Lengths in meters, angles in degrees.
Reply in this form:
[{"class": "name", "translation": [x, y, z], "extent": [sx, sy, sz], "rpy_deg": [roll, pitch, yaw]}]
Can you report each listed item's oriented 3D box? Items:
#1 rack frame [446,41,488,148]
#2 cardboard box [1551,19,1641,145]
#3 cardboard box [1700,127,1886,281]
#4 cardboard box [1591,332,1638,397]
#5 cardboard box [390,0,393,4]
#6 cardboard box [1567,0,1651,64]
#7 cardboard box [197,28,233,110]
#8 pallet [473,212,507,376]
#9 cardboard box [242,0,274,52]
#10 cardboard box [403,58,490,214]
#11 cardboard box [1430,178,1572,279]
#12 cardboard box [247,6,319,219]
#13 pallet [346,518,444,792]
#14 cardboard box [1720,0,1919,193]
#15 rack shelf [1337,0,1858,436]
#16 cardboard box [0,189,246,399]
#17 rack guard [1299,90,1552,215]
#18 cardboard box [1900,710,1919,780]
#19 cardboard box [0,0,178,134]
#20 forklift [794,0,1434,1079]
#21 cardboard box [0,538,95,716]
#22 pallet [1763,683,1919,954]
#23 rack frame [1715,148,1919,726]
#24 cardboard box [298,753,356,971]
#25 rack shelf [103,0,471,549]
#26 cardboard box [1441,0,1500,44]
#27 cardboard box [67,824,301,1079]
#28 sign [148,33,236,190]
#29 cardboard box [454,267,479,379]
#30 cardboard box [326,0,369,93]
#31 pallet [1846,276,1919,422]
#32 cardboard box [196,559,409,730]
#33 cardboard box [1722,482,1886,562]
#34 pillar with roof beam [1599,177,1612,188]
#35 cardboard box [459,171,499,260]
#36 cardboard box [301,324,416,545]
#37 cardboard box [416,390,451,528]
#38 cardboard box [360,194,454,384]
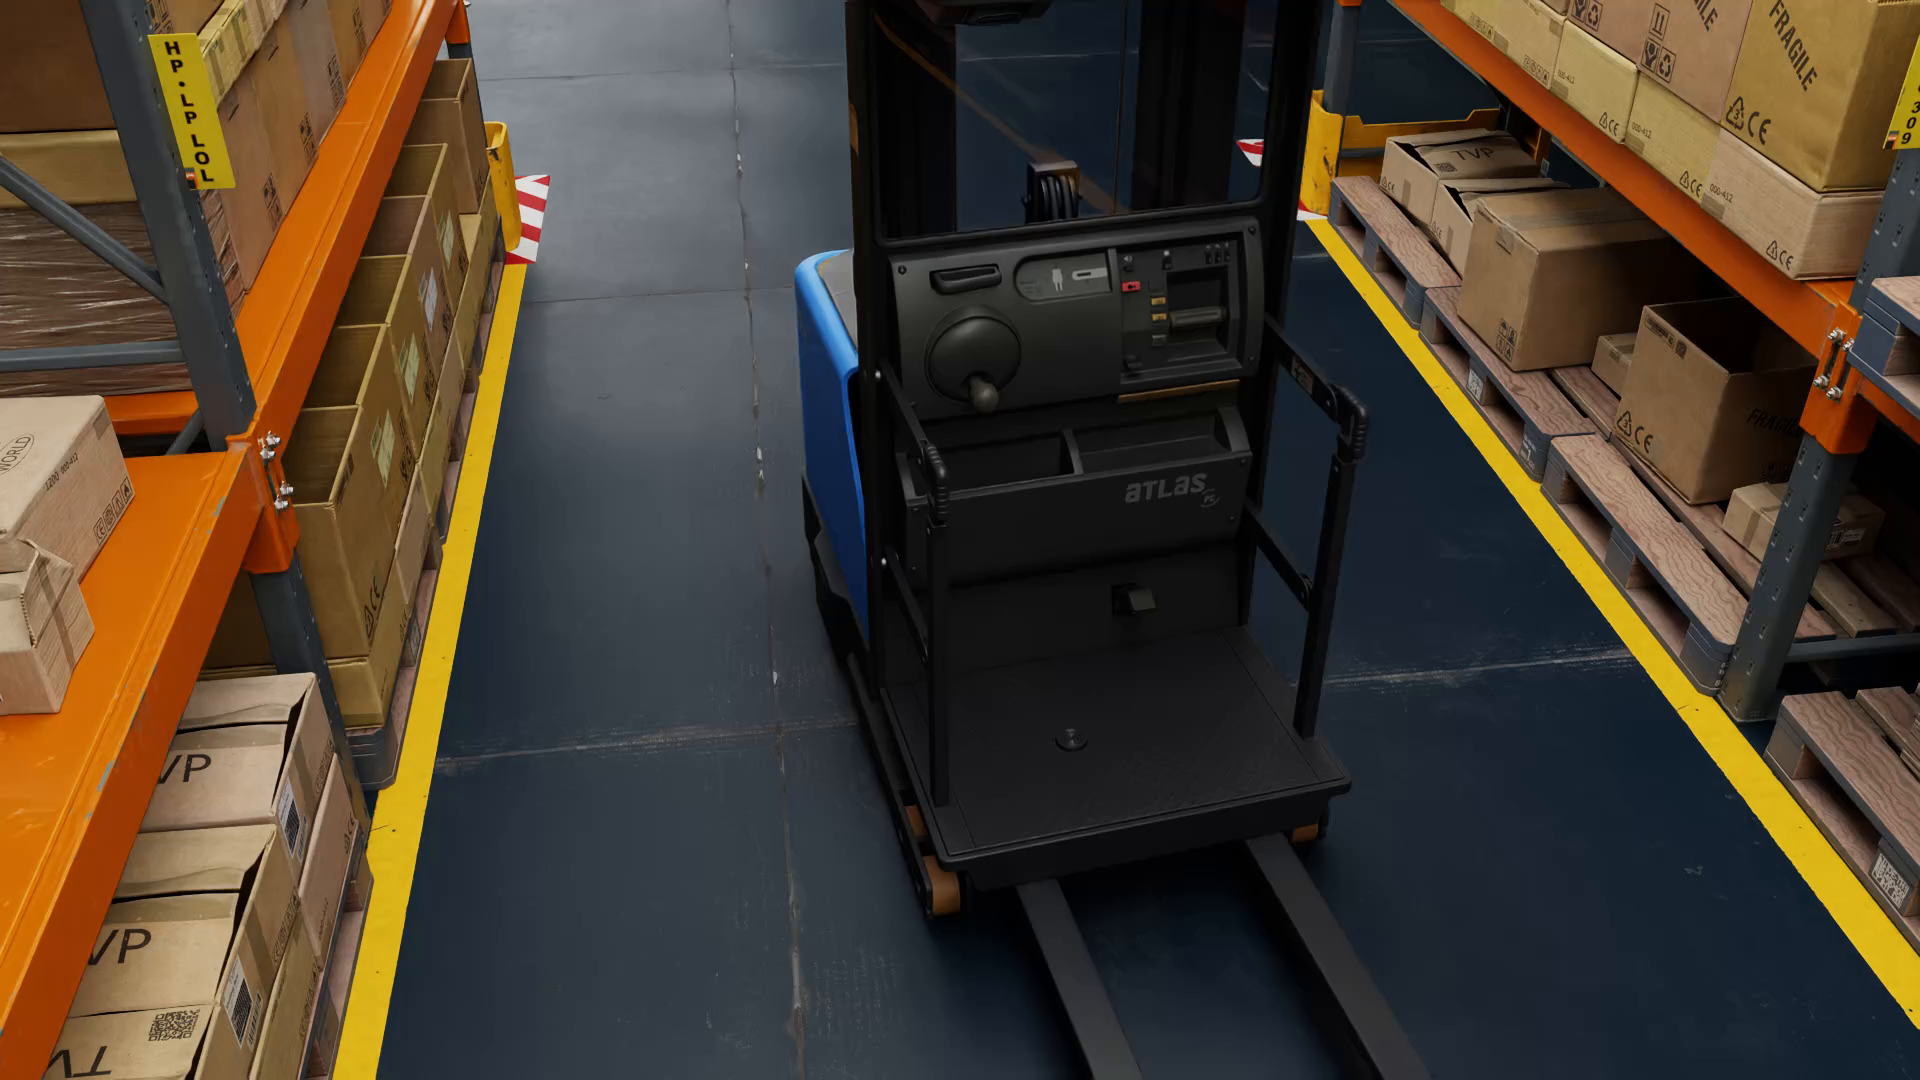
[{"class": "rack frame", "translation": [-2.652, -2.615, 6.924], "extent": [1.000, 3.000, 0.127], "rpy_deg": [-4, 35, -6]}, {"class": "cardboard box", "translation": [2.288, -1.506, 5.412], "extent": [0.500, 0.250, 0.500], "rpy_deg": [-5, 35, -7]}, {"class": "cardboard box", "translation": [2.430, -0.948, 4.593], "extent": [0.500, 0.250, 0.500], "rpy_deg": [-4, 35, -6]}, {"class": "cardboard box", "translation": [2.599, -0.658, 6.193], "extent": [0.380, 0.149, 0.250], "rpy_deg": [-7, 35, -10]}, {"class": "cardboard box", "translation": [-2.602, -2.395, 6.512], "extent": [0.700, 0.500, 0.500], "rpy_deg": [-4, 35, -6]}, {"class": "cardboard box", "translation": [2.294, -1.817, 5.202], "extent": [0.500, 0.500, 0.500], "rpy_deg": [-5, 35, -8]}, {"class": "cardboard box", "translation": [-2.029, -1.141, 4.096], "extent": [0.380, 0.149, 0.250], "rpy_deg": [-5, 35, -8]}, {"class": "pallet", "translation": [-2.508, -1.039, 7.088], "extent": [1.003, 0.211, 1.213], "rpy_deg": [-4, 35, -6]}, {"class": "cardboard box", "translation": [-2.097, -1.427, 4.516], "extent": [0.380, 0.149, 0.250], "rpy_deg": [-5, 35, -8]}, {"class": "cardboard box", "translation": [-2.285, -1.686, 6.963], "extent": [0.500, 0.500, 0.500], "rpy_deg": [-4, 35, -6]}, {"class": "cardboard box", "translation": [2.337, -1.352, 7.068], "extent": [0.500, 0.311, 0.500], "rpy_deg": [-2, 34, -2]}, {"class": "cardboard box", "translation": [-2.321, -1.246, 4.826], "extent": [0.700, 0.500, 0.500], "rpy_deg": [-4, 34, -6]}, {"class": "pallet", "translation": [-2.179, 0.322, 5.090], "extent": [1.003, 0.211, 1.213], "rpy_deg": [-4, 35, -6]}, {"class": "cardboard box", "translation": [2.424, -1.257, 4.380], "extent": [0.500, 0.500, 0.500], "rpy_deg": [-4, 35, -6]}, {"class": "rack shelf", "translation": [2.525, -1.579, 6.042], "extent": [1.077, 0.370, 4.000], "rpy_deg": [-4, 35, -6]}, {"class": "cardboard box", "translation": [-2.180, -0.672, 3.983], "extent": [0.700, 0.500, 0.500], "rpy_deg": [-5, 35, -8]}, {"class": "rack guard", "translation": [2.266, -1.917, 8.119], "extent": [1.175, 0.500, 0.348], "rpy_deg": [-4, 35, -6]}, {"class": "cardboard box", "translation": [2.910, 0.500, 4.181], "extent": [0.700, 0.500, 0.500], "rpy_deg": [-3, 34, -5]}, {"class": "cardboard box", "translation": [-2.180, -1.208, 3.618], "extent": [0.700, 0.500, 0.500], "rpy_deg": [-4, 34, -6]}, {"class": "forklift", "translation": [0.354, -0.481, 3.853], "extent": [1.130, 2.935, 3.031], "rpy_deg": [-9, 35, -13]}, {"class": "cardboard box", "translation": [-1.814, 0.149, 2.987], "extent": [0.396, 0.266, 0.258], "rpy_deg": [-5, 35, -8]}, {"class": "pallet", "translation": [2.900, 0.826, 4.350], "extent": [1.003, 0.211, 1.213], "rpy_deg": [-4, 35, -6]}, {"class": "rack frame", "translation": [2.794, -0.760, 4.202], "extent": [1.000, 3.000, 0.127], "rpy_deg": [-4, 35, -6]}, {"class": "cardboard box", "translation": [-1.771, 0.789, 3.997], "extent": [0.500, 0.250, 0.500], "rpy_deg": [-5, 35, -7]}, {"class": "rack shelf", "translation": [-2.383, -1.202, 5.489], "extent": [1.077, 0.370, 4.000], "rpy_deg": [-4, 35, -6]}, {"class": "cardboard box", "translation": [2.154, -2.069, 6.238], "extent": [0.500, 0.250, 0.500], "rpy_deg": [-5, 35, -7]}, {"class": "cardboard box", "translation": [-1.699, 0.842, 3.422], "extent": [0.500, 0.311, 0.500], "rpy_deg": [-3, 34, -5]}, {"class": "sign", "translation": [-1.578, -0.875, 3.413], "extent": [0.100, 0.325, 0.005], "rpy_deg": [-4, 35, -6]}, {"class": "cardboard box", "translation": [-2.139, -0.819, 6.356], "extent": [0.500, 0.250, 0.500], "rpy_deg": [-4, 35, -6]}, {"class": "cardboard box", "translation": [-2.465, -1.825, 5.675], "extent": [0.700, 0.500, 0.500], "rpy_deg": [-4, 34, -6]}, {"class": "pallet", "translation": [2.753, -0.244, 3.614], "extent": [1.003, 0.211, 1.213], "rpy_deg": [-4, 35, -6]}, {"class": "cardboard box", "translation": [-1.876, 0.298, 4.718], "extent": [0.500, 0.250, 0.500], "rpy_deg": [-4, 35, -6]}, {"class": "cardboard box", "translation": [2.692, -0.068, 5.311], "extent": [0.380, 0.166, 0.250], "rpy_deg": [-9, 35, -13]}, {"class": "pillar with roof beam", "translation": [-1.058, -4.820, 4.833], "extent": [9.100, 9.000, 0.400], "rpy_deg": [-4, 35, -6]}, {"class": "cardboard box", "translation": [-2.287, -1.376, 7.174], "extent": [0.500, 0.250, 0.500], "rpy_deg": [-4, 35, -6]}, {"class": "cardboard box", "translation": [-1.941, -0.291, 4.917], "extent": [0.500, 0.500, 0.500], "rpy_deg": [-4, 35, -6]}, {"class": "cardboard box", "translation": [-2.000, -0.261, 5.538], "extent": [0.500, 0.250, 0.500], "rpy_deg": [-4, 35, -6]}, {"class": "cardboard box", "translation": [-2.070, -0.850, 5.736], "extent": [0.500, 0.500, 0.500], "rpy_deg": [-4, 35, -6]}]
